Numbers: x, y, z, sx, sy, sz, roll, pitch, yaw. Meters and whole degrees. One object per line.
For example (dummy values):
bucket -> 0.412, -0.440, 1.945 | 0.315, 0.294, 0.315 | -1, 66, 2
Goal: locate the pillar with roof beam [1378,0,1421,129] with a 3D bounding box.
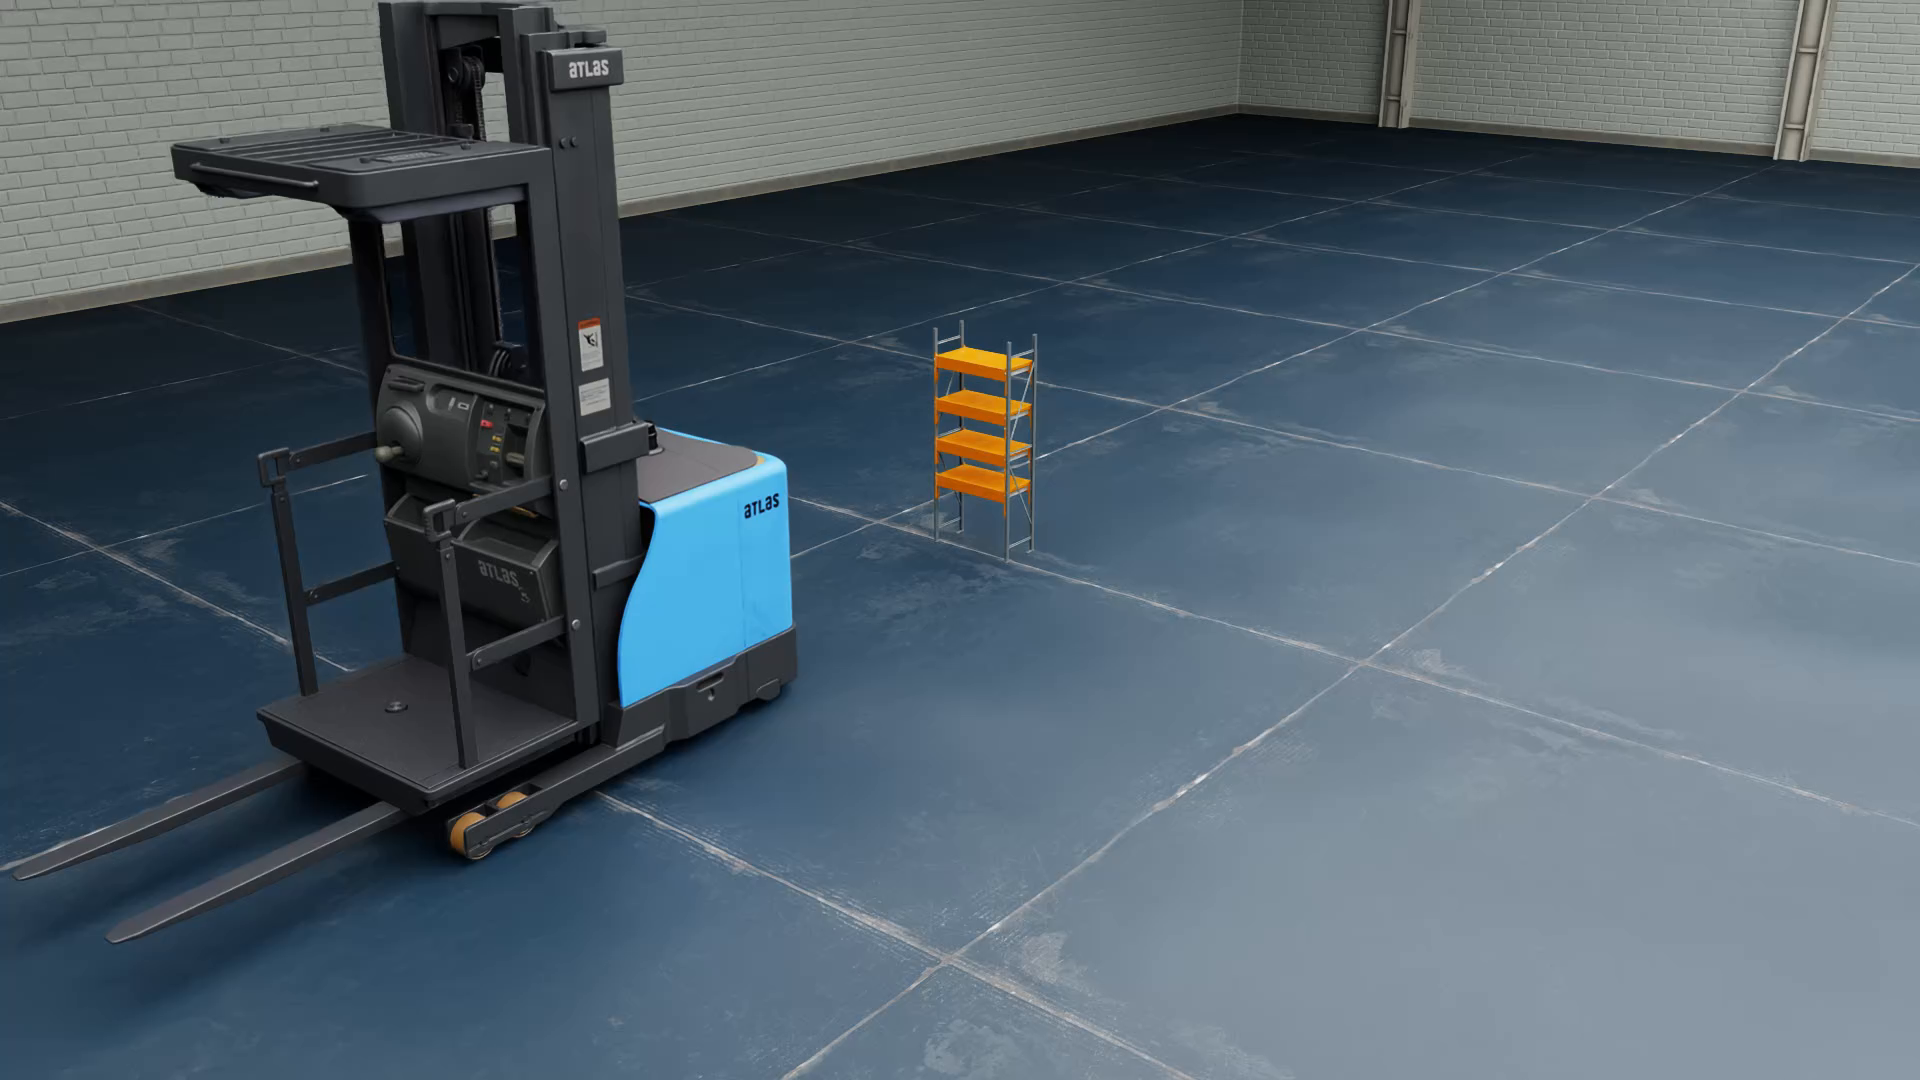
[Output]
pillar with roof beam -> 4.291, -9.717, 22.183 | 0.400, 9.000, 9.100 | 16, 26, 36

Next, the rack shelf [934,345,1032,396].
rack shelf -> 0.128, -0.892, 8.720 | 0.480, 0.148, 0.258 | 16, 26, 36

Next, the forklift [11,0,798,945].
forklift -> -2.005, -0.400, 6.075 | 1.130, 2.935, 3.031 | 15, 25, 34

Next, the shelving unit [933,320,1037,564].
shelving unit -> 0.128, -0.524, 8.859 | 0.503, 1.200, 0.258 | 16, 26, 36

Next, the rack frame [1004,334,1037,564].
rack frame -> 0.317, -0.470, 8.714 | 0.015, 1.200, 0.240 | 16, 26, 36

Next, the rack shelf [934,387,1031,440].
rack shelf -> 0.128, -0.671, 8.803 | 0.480, 0.148, 0.258 | 16, 26, 36

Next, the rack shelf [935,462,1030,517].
rack shelf -> 0.128, -0.276, 8.952 | 0.480, 0.148, 0.258 | 16, 26, 36

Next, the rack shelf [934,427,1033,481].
rack shelf -> 0.128, -0.462, 8.882 | 0.480, 0.148, 0.258 | 16, 26, 36

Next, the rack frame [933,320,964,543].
rack frame -> -0.061, -0.579, 9.003 | 0.015, 1.200, 0.240 | 16, 26, 36

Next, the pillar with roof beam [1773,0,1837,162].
pillar with roof beam -> 8.939, -8.379, 18.634 | 0.400, 9.000, 9.100 | 16, 26, 36
